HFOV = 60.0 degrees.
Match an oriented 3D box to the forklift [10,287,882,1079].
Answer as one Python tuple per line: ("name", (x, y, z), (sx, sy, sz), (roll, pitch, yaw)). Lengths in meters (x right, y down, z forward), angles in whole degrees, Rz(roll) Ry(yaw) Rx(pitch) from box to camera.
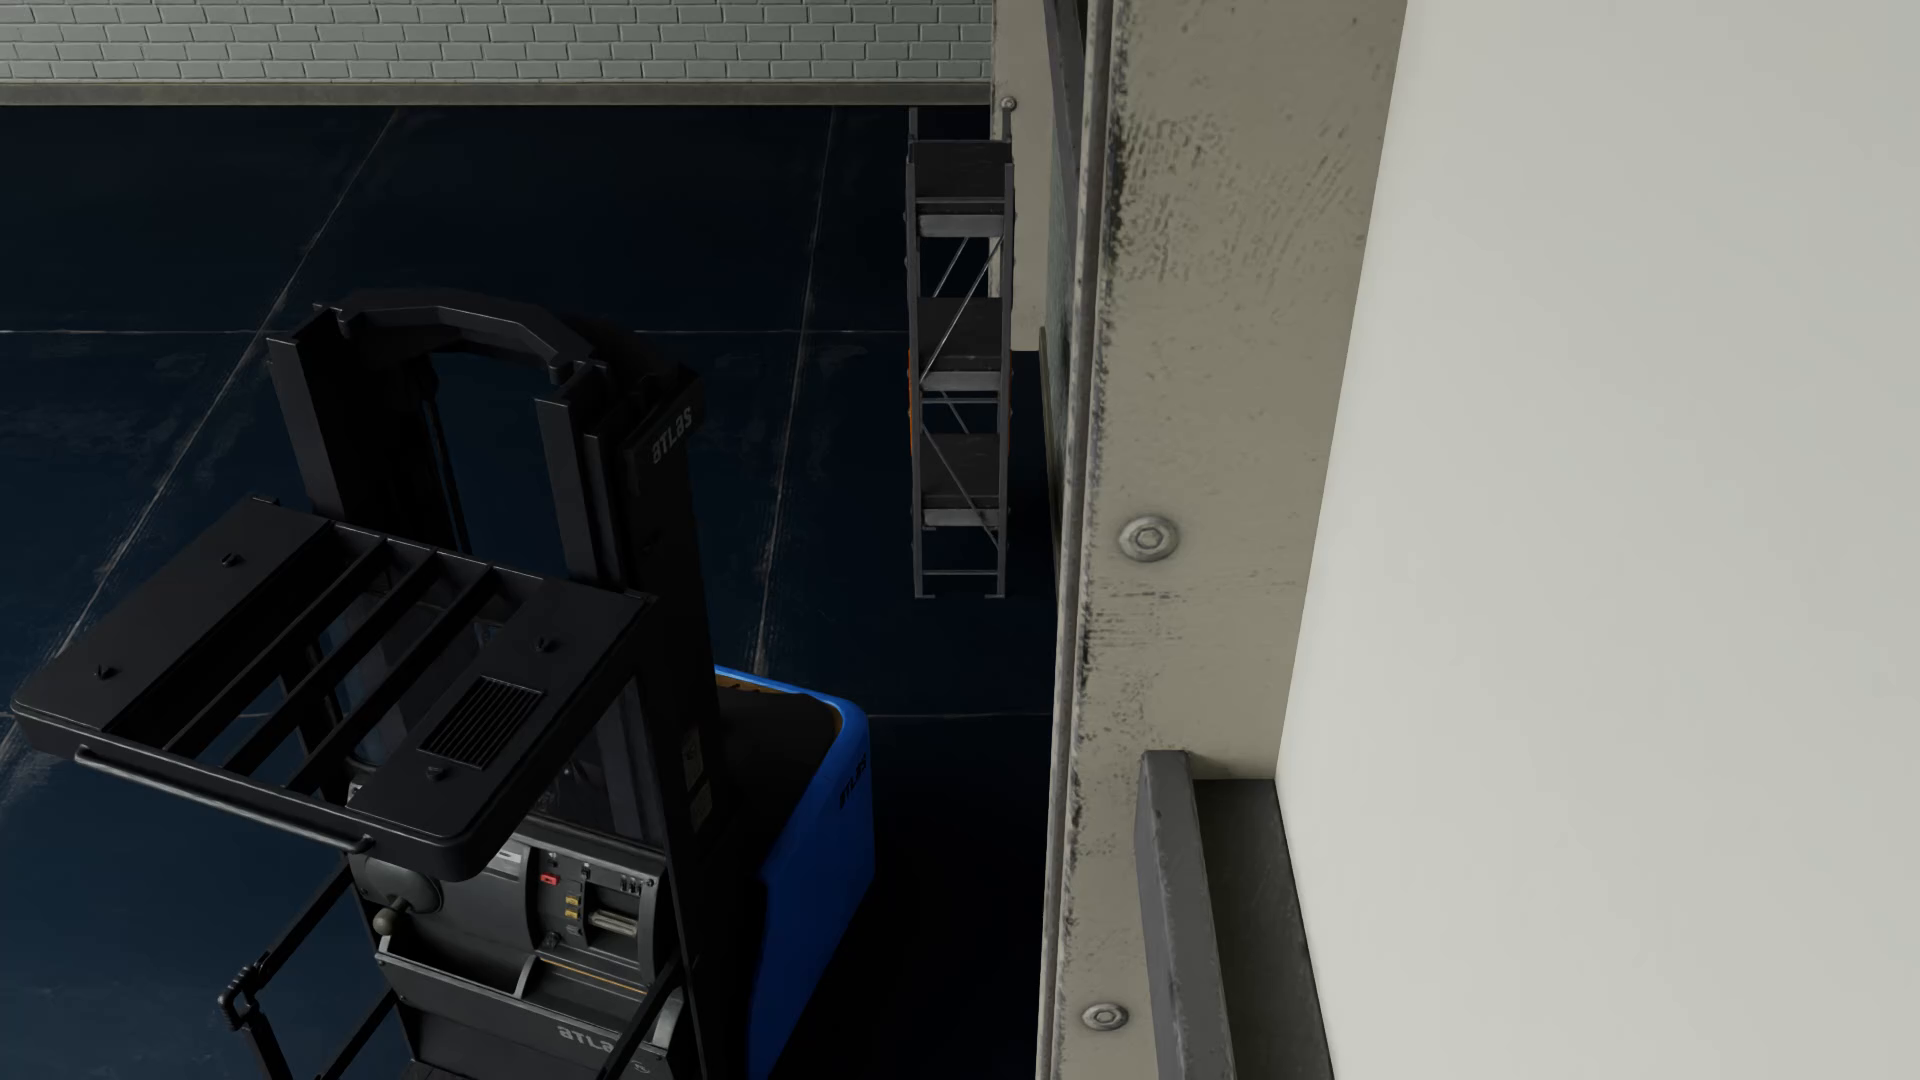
("forklift", (-1.269, 0.983, 4.179), (1.130, 2.935, 3.031), (13, 41, 16))

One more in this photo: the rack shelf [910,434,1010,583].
("rack shelf", (0.000, -0.159, 7.410), (0.431, 0.518, 0.480), (0, 39, 0))

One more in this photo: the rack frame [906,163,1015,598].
("rack frame", (0.000, -0.563, 6.774), (0.400, 2.100, 0.015), (0, 39, 0))

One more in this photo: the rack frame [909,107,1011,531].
("rack frame", (0.000, -0.868, 7.155), (0.400, 2.100, 0.015), (0, 39, 0))

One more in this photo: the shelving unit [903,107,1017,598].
("shelving unit", (0.000, -0.716, 6.964), (0.431, 2.100, 0.503), (0, 39, 0))

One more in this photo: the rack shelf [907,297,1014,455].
("rack shelf", (0.000, -0.705, 6.973), (0.431, 0.518, 0.480), (0, 39, 0))

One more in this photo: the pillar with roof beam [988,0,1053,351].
("pillar with roof beam", (-3.994, -4.662, 6.372), (9.100, 9.000, 0.400), (0, 39, 0))

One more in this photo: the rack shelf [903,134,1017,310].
("rack shelf", (0.000, -1.251, 6.535), (0.431, 0.518, 0.480), (0, 39, 0))
